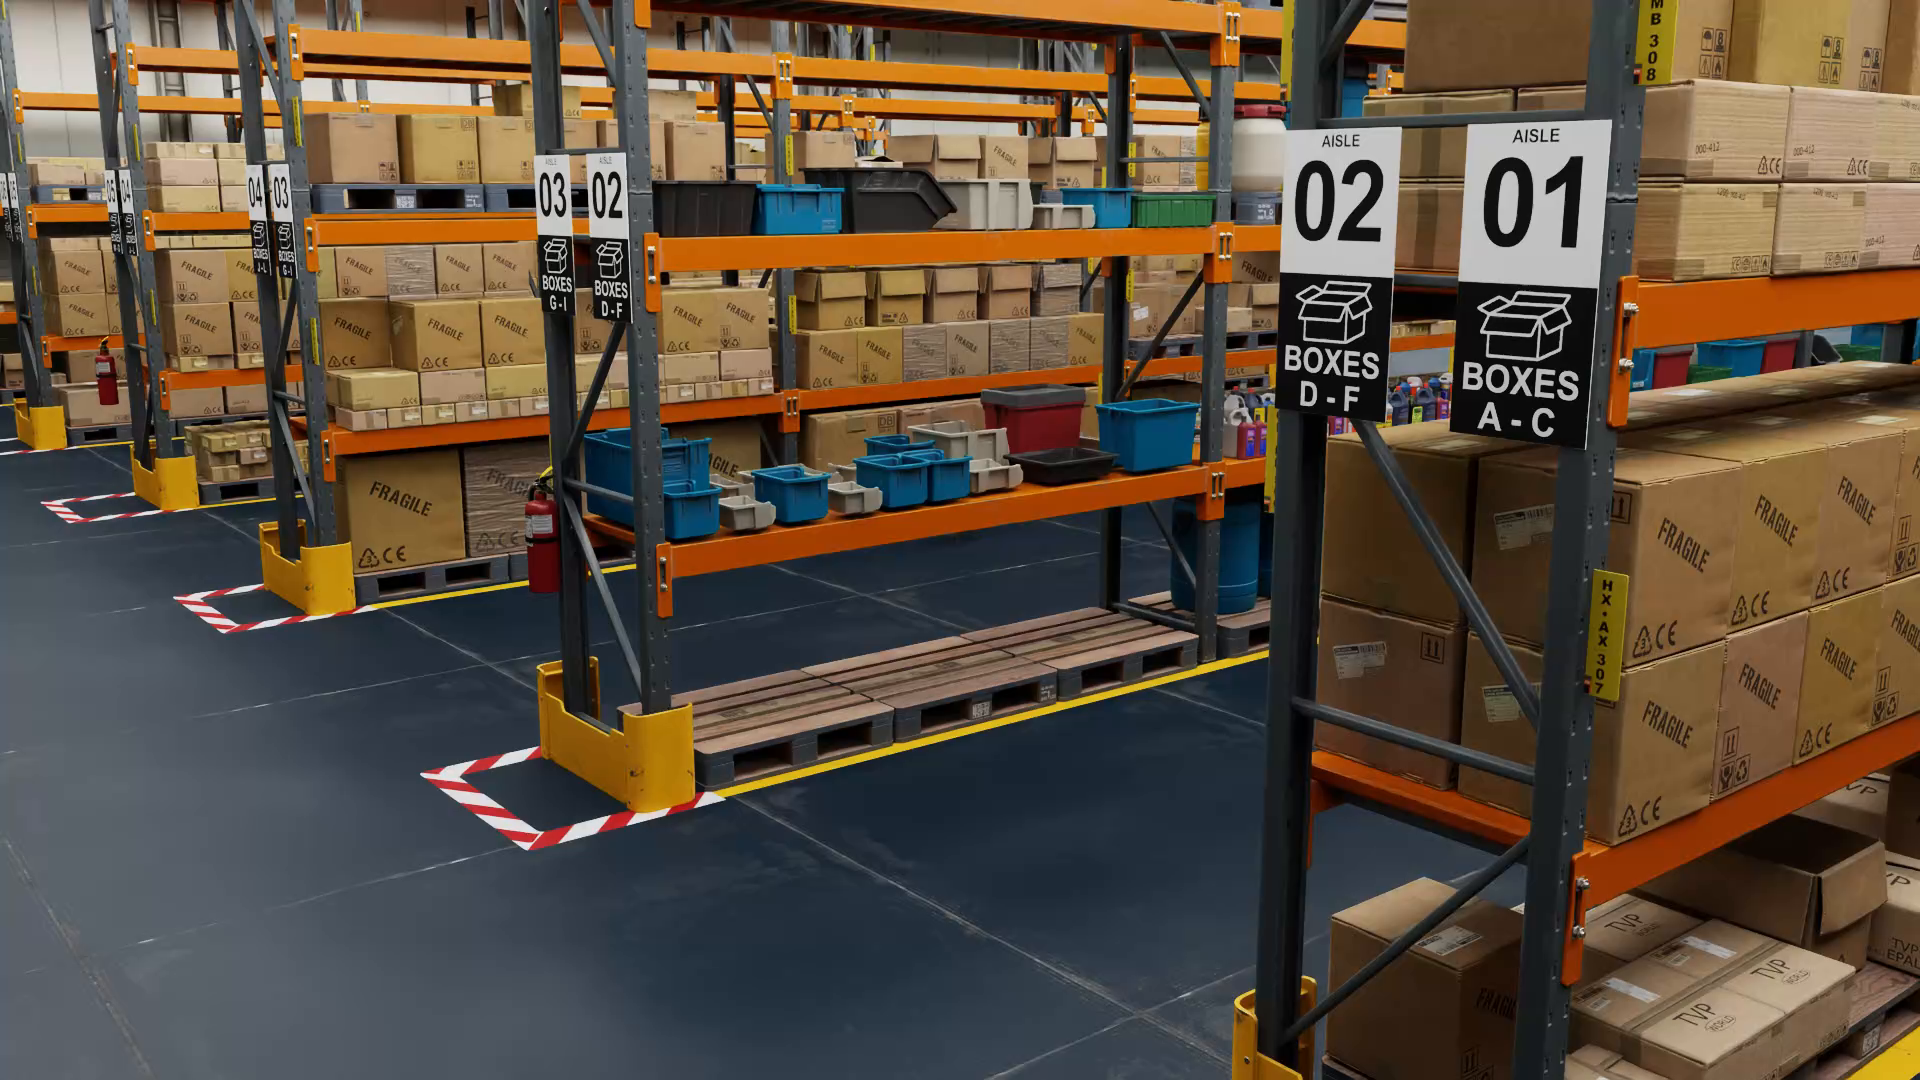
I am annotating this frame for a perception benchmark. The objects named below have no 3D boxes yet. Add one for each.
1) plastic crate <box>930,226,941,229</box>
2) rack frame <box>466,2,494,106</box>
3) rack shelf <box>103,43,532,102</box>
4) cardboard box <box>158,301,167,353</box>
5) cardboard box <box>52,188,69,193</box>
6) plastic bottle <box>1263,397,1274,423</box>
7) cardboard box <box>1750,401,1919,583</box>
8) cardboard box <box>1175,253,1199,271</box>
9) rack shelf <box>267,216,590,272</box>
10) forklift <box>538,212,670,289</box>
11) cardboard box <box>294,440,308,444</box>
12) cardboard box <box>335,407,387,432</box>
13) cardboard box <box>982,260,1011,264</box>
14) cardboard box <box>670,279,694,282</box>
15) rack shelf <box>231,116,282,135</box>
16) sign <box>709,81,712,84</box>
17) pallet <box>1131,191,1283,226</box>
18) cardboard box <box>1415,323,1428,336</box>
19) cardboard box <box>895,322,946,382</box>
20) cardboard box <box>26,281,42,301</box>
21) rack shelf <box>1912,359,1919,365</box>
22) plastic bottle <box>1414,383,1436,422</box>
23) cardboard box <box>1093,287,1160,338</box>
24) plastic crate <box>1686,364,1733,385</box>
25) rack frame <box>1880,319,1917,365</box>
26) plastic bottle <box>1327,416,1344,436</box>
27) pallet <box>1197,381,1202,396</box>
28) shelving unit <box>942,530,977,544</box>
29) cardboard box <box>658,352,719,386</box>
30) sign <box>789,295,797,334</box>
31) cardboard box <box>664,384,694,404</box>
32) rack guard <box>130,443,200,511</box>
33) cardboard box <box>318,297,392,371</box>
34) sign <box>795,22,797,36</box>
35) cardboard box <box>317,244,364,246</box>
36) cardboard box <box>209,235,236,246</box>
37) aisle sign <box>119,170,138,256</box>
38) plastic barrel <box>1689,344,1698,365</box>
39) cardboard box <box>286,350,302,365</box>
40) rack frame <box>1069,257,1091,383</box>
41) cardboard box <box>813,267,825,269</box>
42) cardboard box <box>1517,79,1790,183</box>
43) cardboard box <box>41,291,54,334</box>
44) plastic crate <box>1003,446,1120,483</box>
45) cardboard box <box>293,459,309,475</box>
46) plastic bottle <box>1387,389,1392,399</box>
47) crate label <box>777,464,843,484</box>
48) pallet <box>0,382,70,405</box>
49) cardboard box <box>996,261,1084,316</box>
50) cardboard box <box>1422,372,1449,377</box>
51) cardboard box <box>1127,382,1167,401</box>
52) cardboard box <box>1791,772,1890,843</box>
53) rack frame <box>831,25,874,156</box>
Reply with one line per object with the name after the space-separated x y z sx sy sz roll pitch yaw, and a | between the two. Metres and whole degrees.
-0.347 -1.875 9.651 0.530 0.136 0.437 -9 15 -38 | plastic crate
-7.947 -7.416 27.890 0.127 3.000 1.000 -9 15 -38 | rack frame
-6.357 -4.690 16.790 4.000 0.370 1.077 -9 15 -38 | rack shelf
-7.729 -2.144 16.546 0.500 0.500 0.500 -9 15 -37 | cardboard box
-12.885 -5.130 23.990 0.500 0.250 0.500 -10 16 -39 | cardboard box
2.196 -0.883 11.876 0.097 0.271 0.097 0 12 0 | plastic bottle
2.991 -0.177 5.591 0.500 0.500 0.500 -10 15 -38 | cardboard box
3.034 -4.258 24.501 0.500 0.550 0.875 -9 15 -38 | cardboard box
-3.337 -2.407 13.251 4.000 0.370 1.077 -9 15 -38 | rack shelf
-3.534 -1.943 16.722 1.130 2.935 3.031 -7 14 -29 | forklift
-6.739 -1.077 16.899 0.250 0.149 0.380 -10 16 -40 | cardboard box
-4.416 -0.901 12.257 0.250 0.149 0.380 -9 15 -37 | cardboard box
0.272 -3.746 22.403 0.500 0.500 0.700 -9 15 -37 | cardboard box
-3.376 -3.030 19.837 0.250 0.149 0.380 -10 15 -38 | cardboard box
-9.509 -6.609 26.784 4.000 0.370 1.077 -9 15 -38 | rack shelf
-4.475 -8.345 29.822 0.005 0.325 0.100 -9 15 -38 | sign
1.869 -2.240 11.189 1.003 0.211 1.213 -9 15 -38 | pallet
5.397 -2.546 20.004 0.250 0.149 0.380 -9 15 -38 | cardboard box
-0.477 -1.749 15.404 0.500 0.500 0.500 -10 15 -39 | cardboard box
-13.278 -3.596 23.989 0.500 0.250 0.500 -9 15 -37 | cardboard box
9.127 -1.693 17.113 4.000 0.370 1.077 -9 15 -38 | rack shelf
3.350 -0.958 12.040 0.185 0.351 0.144 -9 15 -38 | plastic bottle
1.744 -2.401 17.461 0.500 0.500 0.500 11 16 43 | cardboard box
6.382 -1.410 14.558 0.662 0.188 0.450 -9 15 -38 | plastic crate
4.410 0.056 7.141 0.127 3.000 1.000 -9 15 -38 | rack frame
2.565 -0.784 11.380 0.133 0.283 0.061 -9 15 -38 | plastic bottle
3.047 -2.288 24.894 1.213 0.211 1.003 -9 15 -38 | pallet
-0.006 -0.439 14.530 0.210 0.900 0.258 -9 15 -38 | shelving unit
-2.359 -1.456 13.907 0.500 0.250 0.500 -9 15 -36 | cardboard box
-1.428 -1.923 14.189 0.005 0.325 0.100 -9 15 -38 | sign
-2.411 -1.235 13.829 0.250 0.149 0.380 -9 15 -37 | cardboard box
-7.859 -0.636 16.422 0.348 0.500 1.175 -9 15 -38 | rack guard
-4.683 -1.577 12.671 0.500 0.500 0.500 -9 15 -37 | cardboard box
-2.021 -6.446 20.690 0.005 0.325 0.100 -9 15 -38 | sign
-6.510 -2.836 17.401 0.500 0.500 0.500 -10 16 -40 | cardboard box
-9.229 -3.732 20.772 0.250 0.149 0.380 -9 15 -38 | cardboard box
-7.788 -3.063 15.573 0.004 0.787 0.394 -9 15 -38 | aisle sign
6.681 -1.763 15.385 0.433 0.535 0.433 0 12 0 | plastic barrel
-6.701 -1.868 16.811 0.250 0.149 0.380 -10 15 -38 | cardboard box
1.451 -3.406 23.449 0.127 3.000 1.000 -9 15 -38 | rack frame
-2.323 -4.434 26.322 0.500 0.500 0.500 -9 15 -37 | cardboard box
1.850 -1.087 4.464 0.500 0.250 0.500 -9 15 -38 | cardboard box
-10.879 -2.793 20.322 0.500 0.500 0.500 -9 15 -37 | cardboard box
0.612 -0.453 10.060 0.590 0.125 0.437 -9 15 -38 | plastic crate
-6.699 -0.772 16.897 0.250 0.149 0.380 -9 15 -37 | cardboard box
3.329 -1.078 12.960 0.097 0.201 0.097 0 12 0 | plastic bottle
-0.844 -0.339 9.496 0.243 0.136 0.396 -9 15 -38 | crate label
-13.513 -2.193 24.449 1.213 0.211 1.003 -9 15 -38 | pallet
0.767 -2.517 16.606 0.637 0.503 0.797 -9 15 -36 | cardboard box
6.150 -1.851 21.131 0.500 0.500 0.500 -8 14 -32 | cardboard box
1.852 -1.521 17.723 0.500 0.250 0.500 -9 15 -35 | cardboard box
3.947 1.176 7.284 0.500 0.311 0.500 -9 15 -38 | cardboard box
-1.720 -7.131 26.545 0.127 3.000 1.000 -9 15 -38 | rack frame
